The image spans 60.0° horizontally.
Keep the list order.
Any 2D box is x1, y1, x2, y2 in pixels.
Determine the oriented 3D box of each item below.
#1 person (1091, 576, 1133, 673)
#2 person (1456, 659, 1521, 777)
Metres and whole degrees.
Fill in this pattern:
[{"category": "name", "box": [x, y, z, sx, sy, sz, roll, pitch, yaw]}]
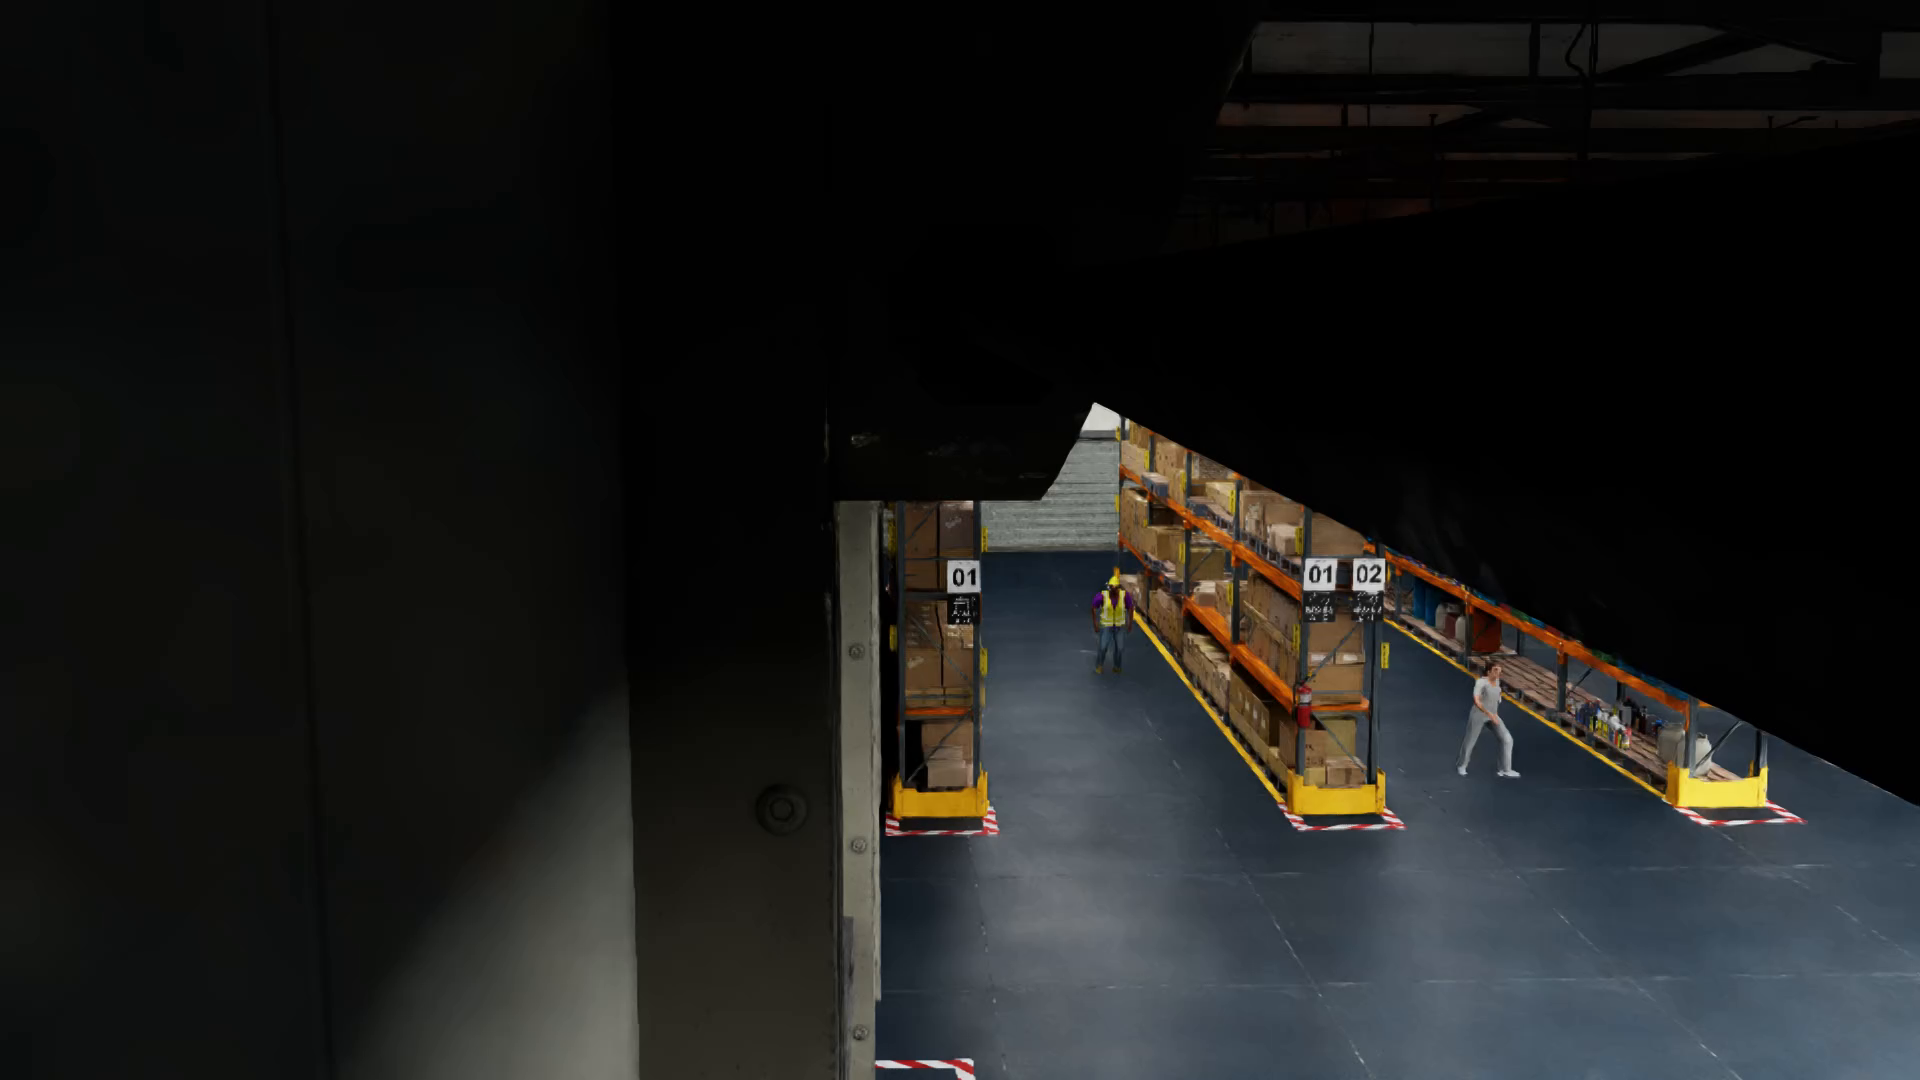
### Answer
[{"category": "person", "box": [2.581, 1.438, 28.229, 0.719, 1.714, 0.578, 0, 8, -3]}, {"category": "person", "box": [7.016, 2.355, 22.143, 0.601, 1.616, 0.770, -3, 9, -23]}]
